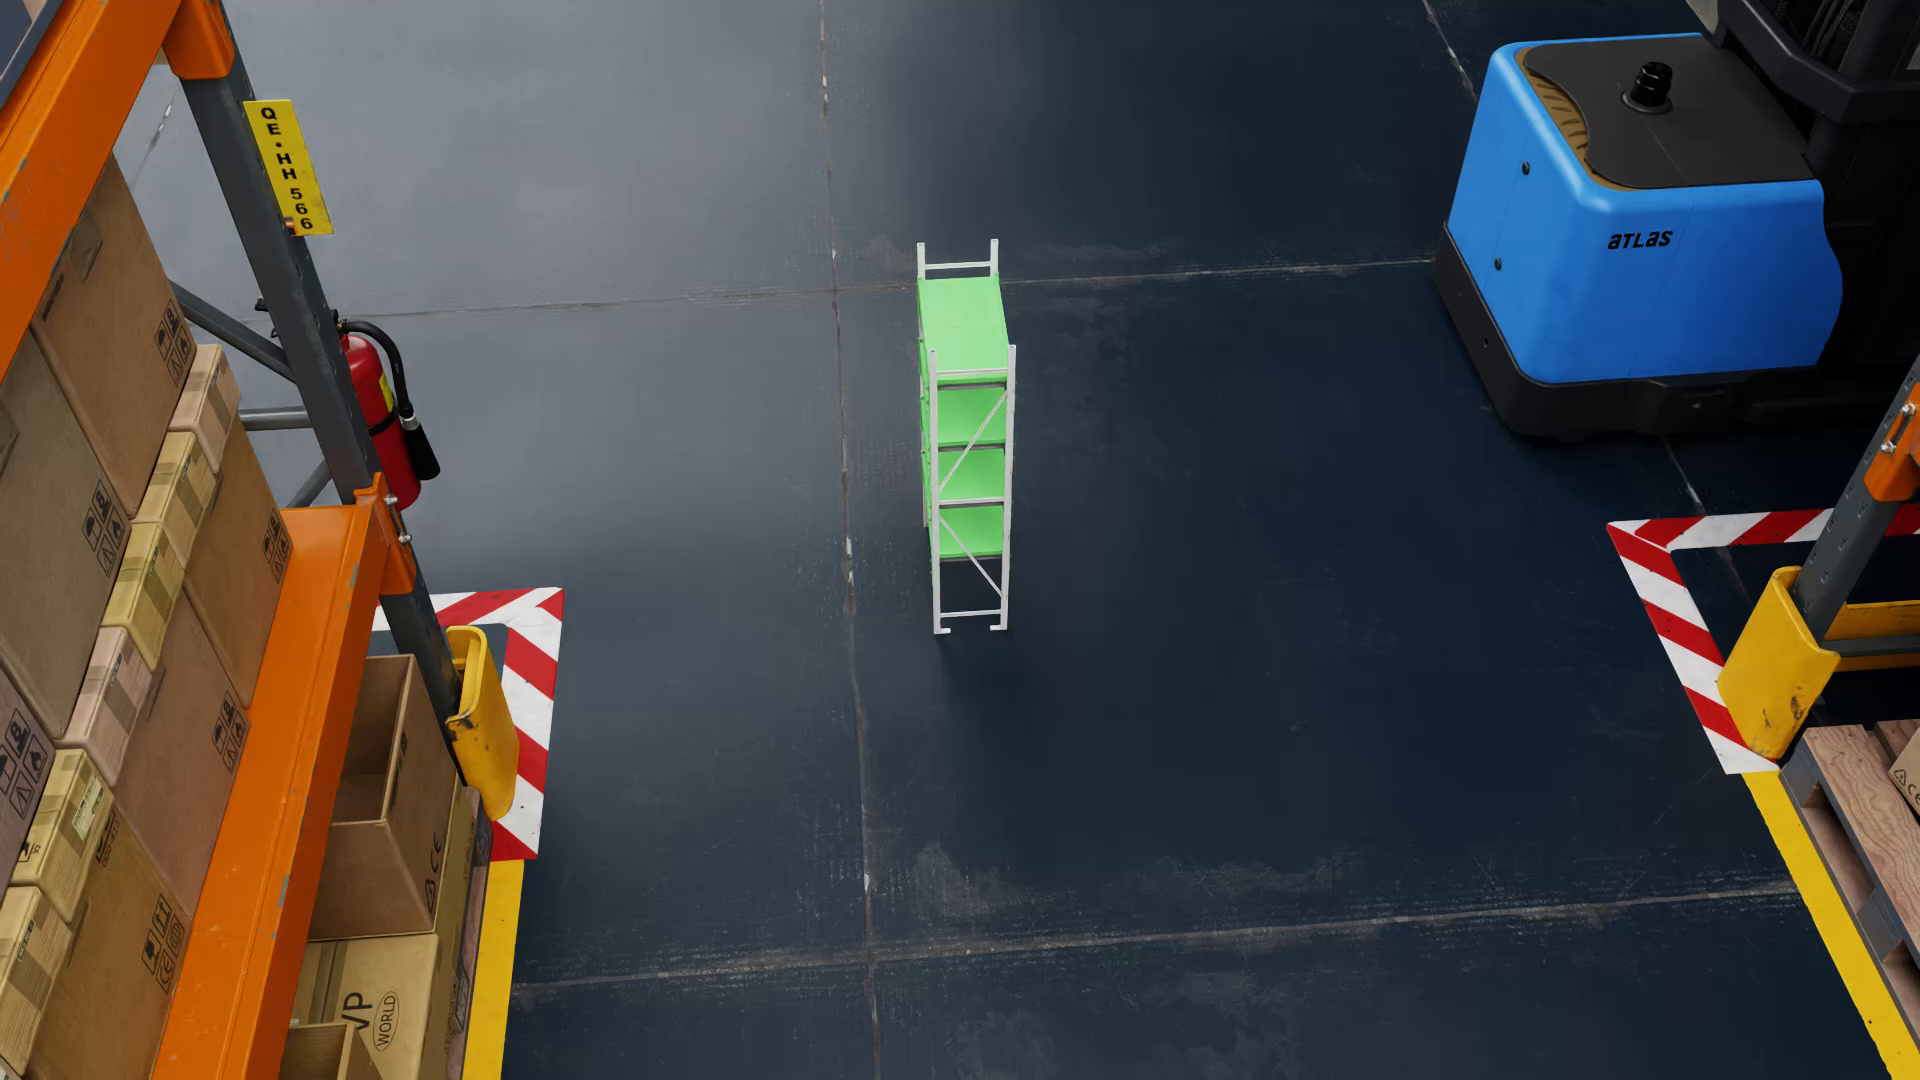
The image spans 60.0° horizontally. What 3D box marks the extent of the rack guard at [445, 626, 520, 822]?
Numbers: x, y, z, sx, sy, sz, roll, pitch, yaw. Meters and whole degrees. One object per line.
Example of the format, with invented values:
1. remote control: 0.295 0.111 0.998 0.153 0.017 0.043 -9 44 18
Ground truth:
1. rack guard: -1.937 0.577 4.859 1.175 0.500 0.348 -3 47 -3

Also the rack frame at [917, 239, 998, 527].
1. rack frame: -0.007 -0.469 5.368 0.240 1.200 0.015 -3 47 -3

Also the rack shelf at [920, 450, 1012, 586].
1. rack shelf: 0.014 -0.084 5.422 0.258 0.148 0.480 -3 47 -3

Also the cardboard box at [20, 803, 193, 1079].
1. cardboard box: -1.824 0.778 2.878 0.700 0.500 0.500 -3 47 -3

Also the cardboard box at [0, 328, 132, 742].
1. cardboard box: -1.855 0.011 2.711 0.700 0.500 0.500 -5 47 -4

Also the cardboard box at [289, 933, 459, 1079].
1. cardboard box: -1.542 1.267 4.089 0.500 0.250 0.500 -3 47 -3

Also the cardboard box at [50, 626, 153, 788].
1. cardboard box: -1.650 0.299 2.886 0.380 0.149 0.250 -3 47 -3

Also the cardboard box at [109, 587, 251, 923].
1. cardboard box: -1.860 0.419 3.219 0.700 0.500 0.500 -2 47 -2

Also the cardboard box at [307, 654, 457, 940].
1. cardboard box: -1.594 0.648 4.158 0.500 0.500 0.500 -3 47 -3

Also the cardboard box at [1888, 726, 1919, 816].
1. cardboard box: 2.969 0.710 4.560 0.500 0.311 0.500 -8 47 -8

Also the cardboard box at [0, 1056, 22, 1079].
1. cardboard box: -1.581 0.864 2.350 0.380 0.149 0.250 -4 47 -4

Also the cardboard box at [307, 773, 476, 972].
1. cardboard box: -1.596 0.906 4.431 0.500 0.250 0.500 -3 47 -3

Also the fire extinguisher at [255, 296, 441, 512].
1. fire extinguisher: -1.482 -0.352 4.071 0.296 0.674 0.183 -3 47 -3

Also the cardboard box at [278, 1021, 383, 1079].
1. cardboard box: -1.495 1.371 3.474 0.500 0.500 0.500 -3 47 -3

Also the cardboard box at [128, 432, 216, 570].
1. cardboard box: -1.690 -0.069 3.233 0.380 0.149 0.250 -2 47 -2

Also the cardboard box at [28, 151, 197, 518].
1. cardboard box: -1.904 -0.369 3.071 0.700 0.500 0.500 -3 47 -3

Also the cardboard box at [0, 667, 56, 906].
1. cardboard box: -1.812 0.376 2.366 0.700 0.500 0.500 -3 47 -3

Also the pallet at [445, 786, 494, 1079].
1. pallet: -1.829 1.244 4.426 1.003 0.211 1.213 -3 47 -3

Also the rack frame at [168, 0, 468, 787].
1. rack frame: -1.935 -0.265 3.935 1.000 3.000 0.127 -3 47 -3

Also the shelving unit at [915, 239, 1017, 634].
1. shelving unit: 0.014 -0.293 5.201 0.258 1.200 0.503 -3 47 -3

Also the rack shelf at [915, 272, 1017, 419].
1. rack shelf: 0.014 -0.579 4.899 0.258 0.148 0.480 -3 47 -3

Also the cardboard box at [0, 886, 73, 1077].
1. cardboard box: -1.603 0.679 2.525 0.380 0.149 0.250 -2 47 -2

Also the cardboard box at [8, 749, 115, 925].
1. cardboard box: -1.627 0.489 2.706 0.380 0.149 0.250 -2 47 -2

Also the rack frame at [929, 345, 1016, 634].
1. rack frame: 0.034 -0.116 5.034 0.240 1.200 0.015 -3 47 -3

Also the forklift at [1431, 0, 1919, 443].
1. forklift: 3.438 -1.817 5.453 3.031 2.935 1.130 -4 47 -4

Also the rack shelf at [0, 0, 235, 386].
1. rack shelf: -1.768 0.398 1.737 1.077 0.370 4.000 -3 47 -3

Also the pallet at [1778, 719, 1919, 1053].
1. pallet: 3.040 1.035 4.625 1.003 0.211 1.213 -3 47 -3

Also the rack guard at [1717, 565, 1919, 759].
1. rack guard: 3.007 0.345 5.078 1.175 0.500 0.348 -3 47 -3

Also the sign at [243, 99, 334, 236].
1. sign: -1.393 -0.768 3.451 0.100 0.325 0.005 -3 47 -3

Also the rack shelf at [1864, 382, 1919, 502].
1. rack shelf: 3.168 1.125 3.114 1.077 0.370 4.000 -3 47 -3

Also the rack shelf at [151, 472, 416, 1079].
1. rack shelf: -1.768 1.429 2.826 1.077 0.370 4.000 -3 47 -3

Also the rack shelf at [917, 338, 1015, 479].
1. rack shelf: 0.014 -0.414 5.073 0.258 0.148 0.480 -3 47 -3

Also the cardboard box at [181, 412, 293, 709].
1. cardboard box: -1.909 0.039 3.578 0.700 0.500 0.500 -3 47 -3

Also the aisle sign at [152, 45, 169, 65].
1. aisle sign: -1.648 -1.225 3.053 0.394 0.787 0.004 -3 47 -3

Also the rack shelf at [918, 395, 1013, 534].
1. rack shelf: 0.014 -0.249 5.247 0.258 0.148 0.480 -3 47 -3

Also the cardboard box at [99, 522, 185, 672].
1. cardboard box: -1.668 0.116 3.058 0.380 0.149 0.250 -4 47 -4

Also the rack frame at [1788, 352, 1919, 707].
1. rack frame: 3.001 -0.569 4.223 1.000 3.000 0.127 -3 47 -3

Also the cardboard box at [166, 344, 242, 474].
1. cardboard box: -1.713 -0.258 3.413 0.380 0.149 0.250 -4 47 -4
